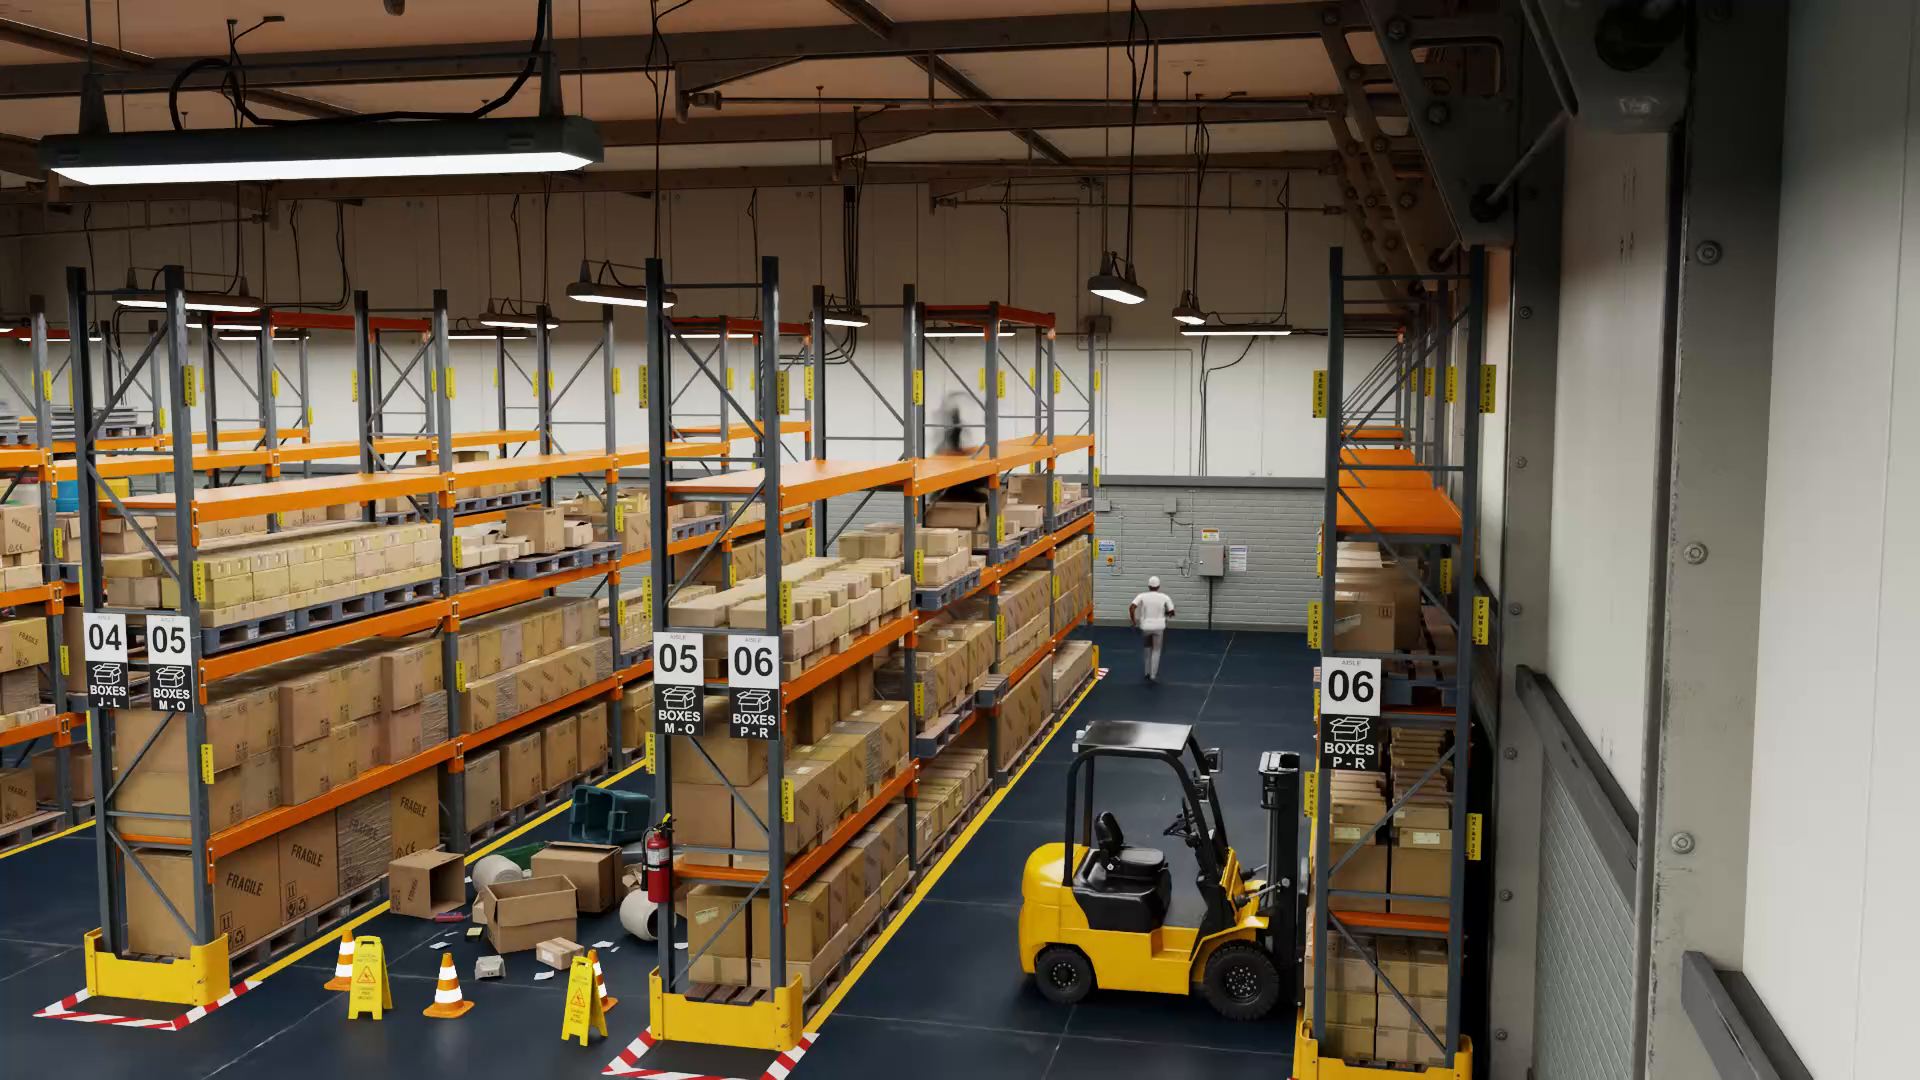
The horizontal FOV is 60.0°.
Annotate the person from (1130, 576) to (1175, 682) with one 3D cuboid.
[{"bbox_3d":[3.197,1.500,27.605,0.715,1.786,0.874,1,6,14],"label":"person"}]
